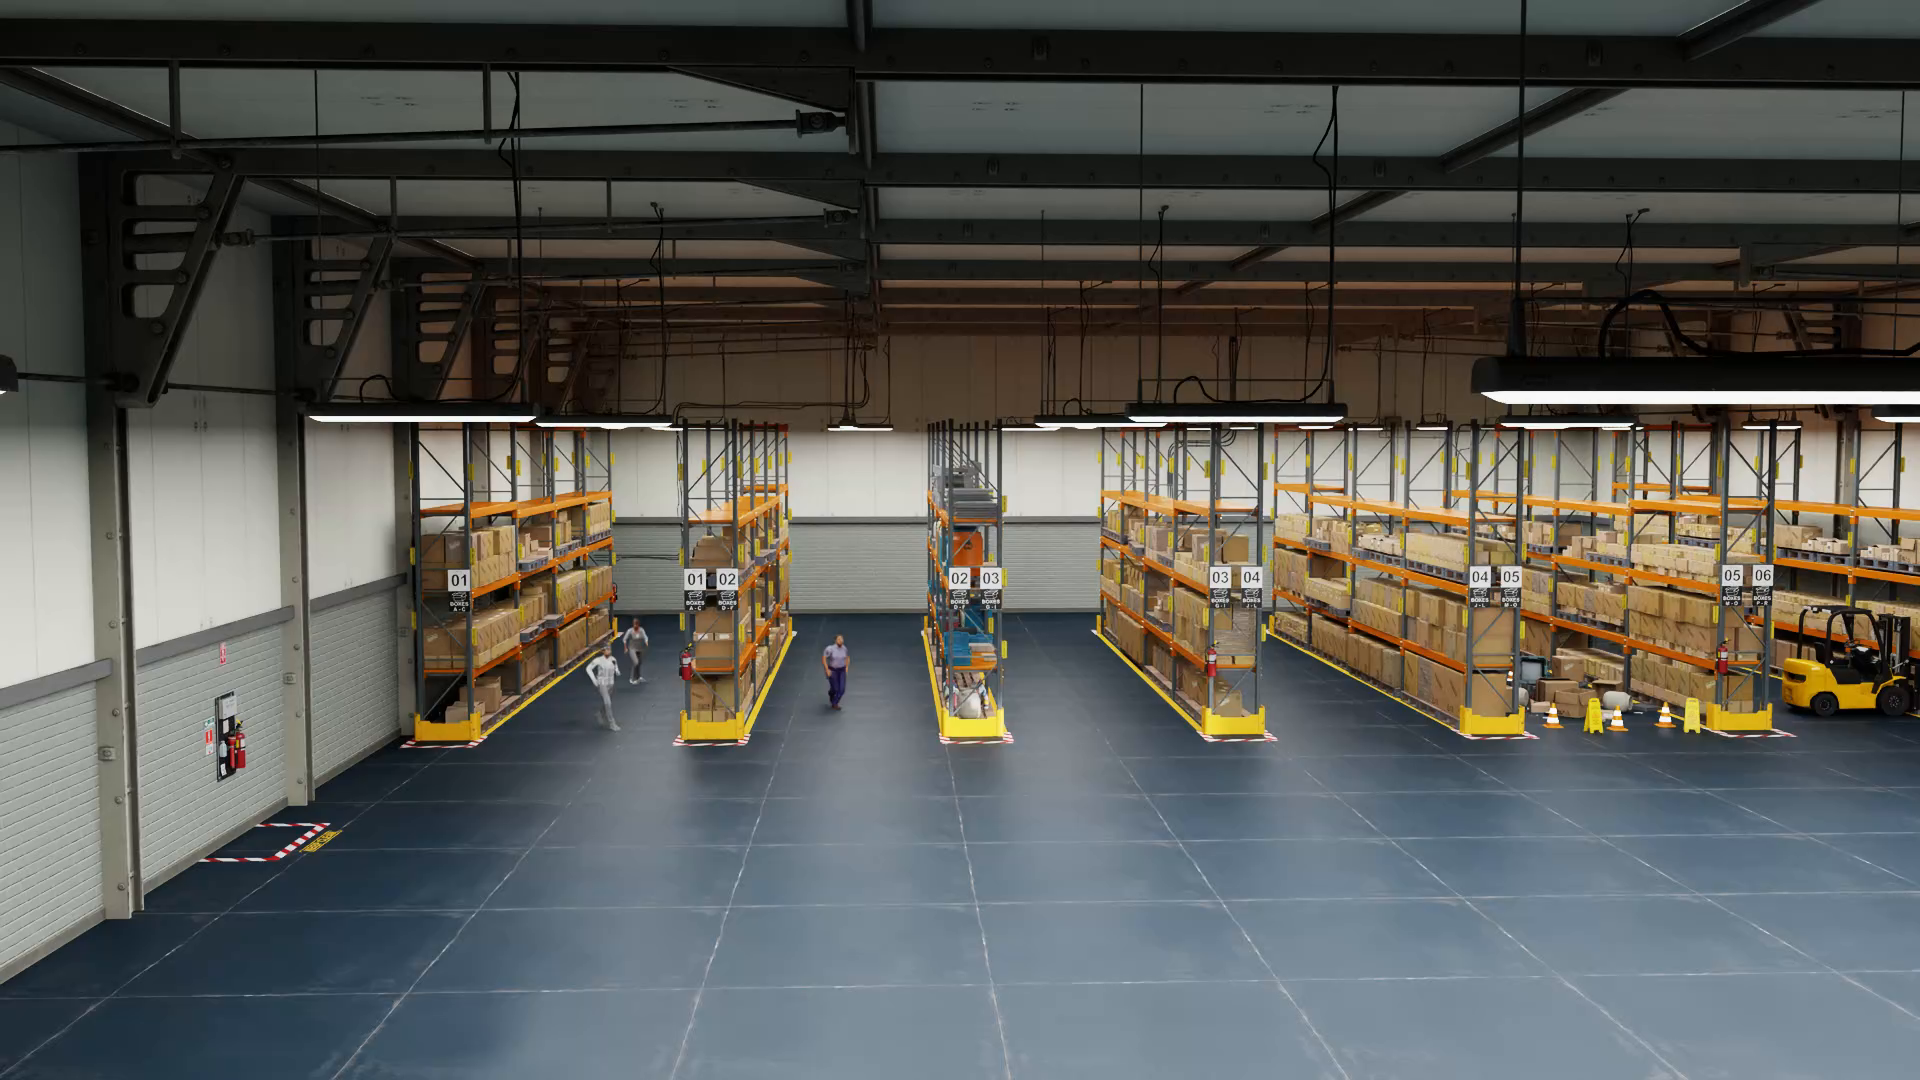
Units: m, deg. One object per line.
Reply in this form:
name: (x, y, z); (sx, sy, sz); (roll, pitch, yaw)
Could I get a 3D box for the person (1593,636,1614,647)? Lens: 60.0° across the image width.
person: (17.109, 2.015, 44.354); (0.704, 1.740, 0.869); (-1, 4, -19)

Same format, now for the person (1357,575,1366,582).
person: (11.240, 1.873, 46.375); (0.655, 1.765, 0.971); (-1, 4, -9)

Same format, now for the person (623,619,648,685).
person: (-7.369, 2.559, 37.982); (0.565, 1.554, 0.796); (-3, 5, -41)

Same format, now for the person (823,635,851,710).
person: (-2.532, 2.742, 34.427); (0.605, 1.563, 0.529); (-2, 4, -26)

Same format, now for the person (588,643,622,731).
person: (-6.821, 2.807, 32.042); (0.947, 1.672, 0.624); (3, 5, 43)
